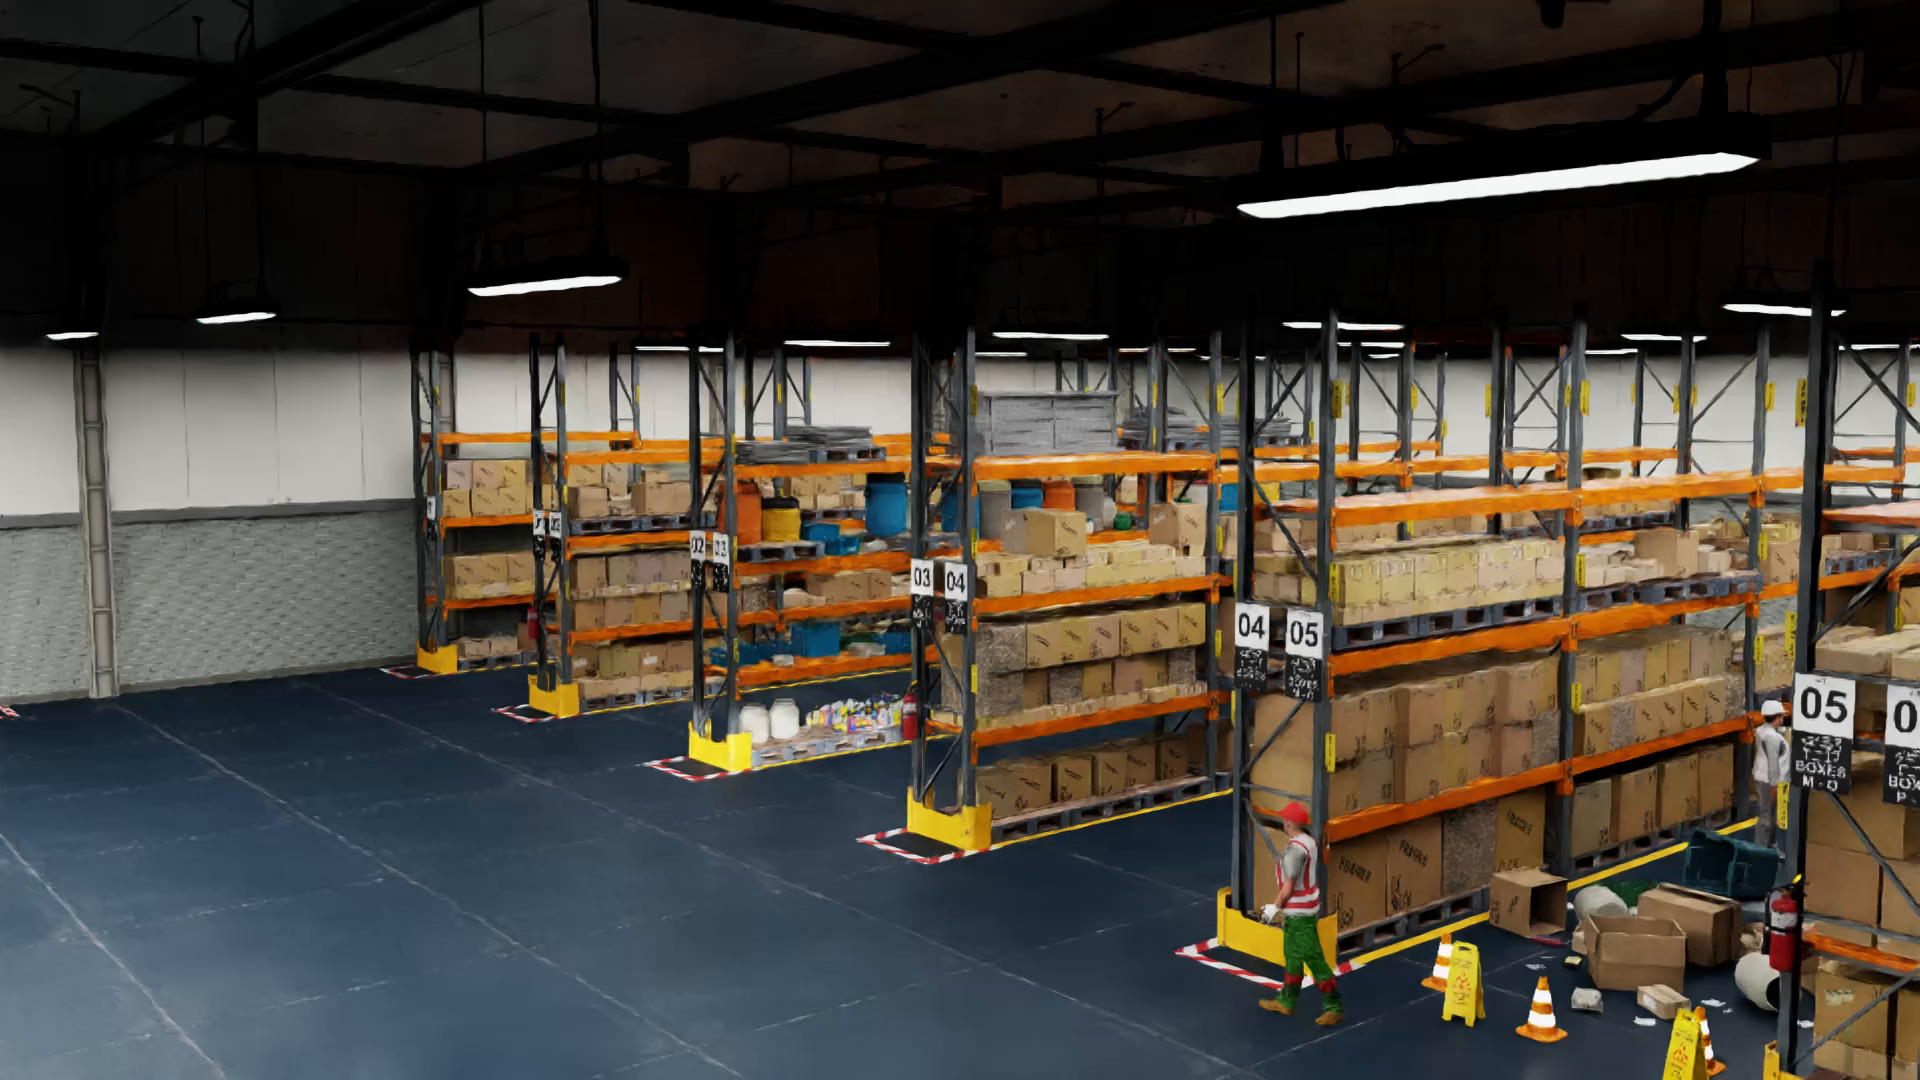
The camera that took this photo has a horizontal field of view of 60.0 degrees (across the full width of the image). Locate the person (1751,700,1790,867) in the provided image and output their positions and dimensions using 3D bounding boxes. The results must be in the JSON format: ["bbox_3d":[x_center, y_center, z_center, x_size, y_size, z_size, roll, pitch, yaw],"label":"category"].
[{"bbox_3d":[8.793,2.606,17.951,0.444,1.775,0.581,2,6,19],"label":"person"}]

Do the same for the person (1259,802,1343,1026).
[{"bbox_3d":[2.792,3.033,13.573,0.712,1.786,0.551,2,6,20],"label":"person"}]
